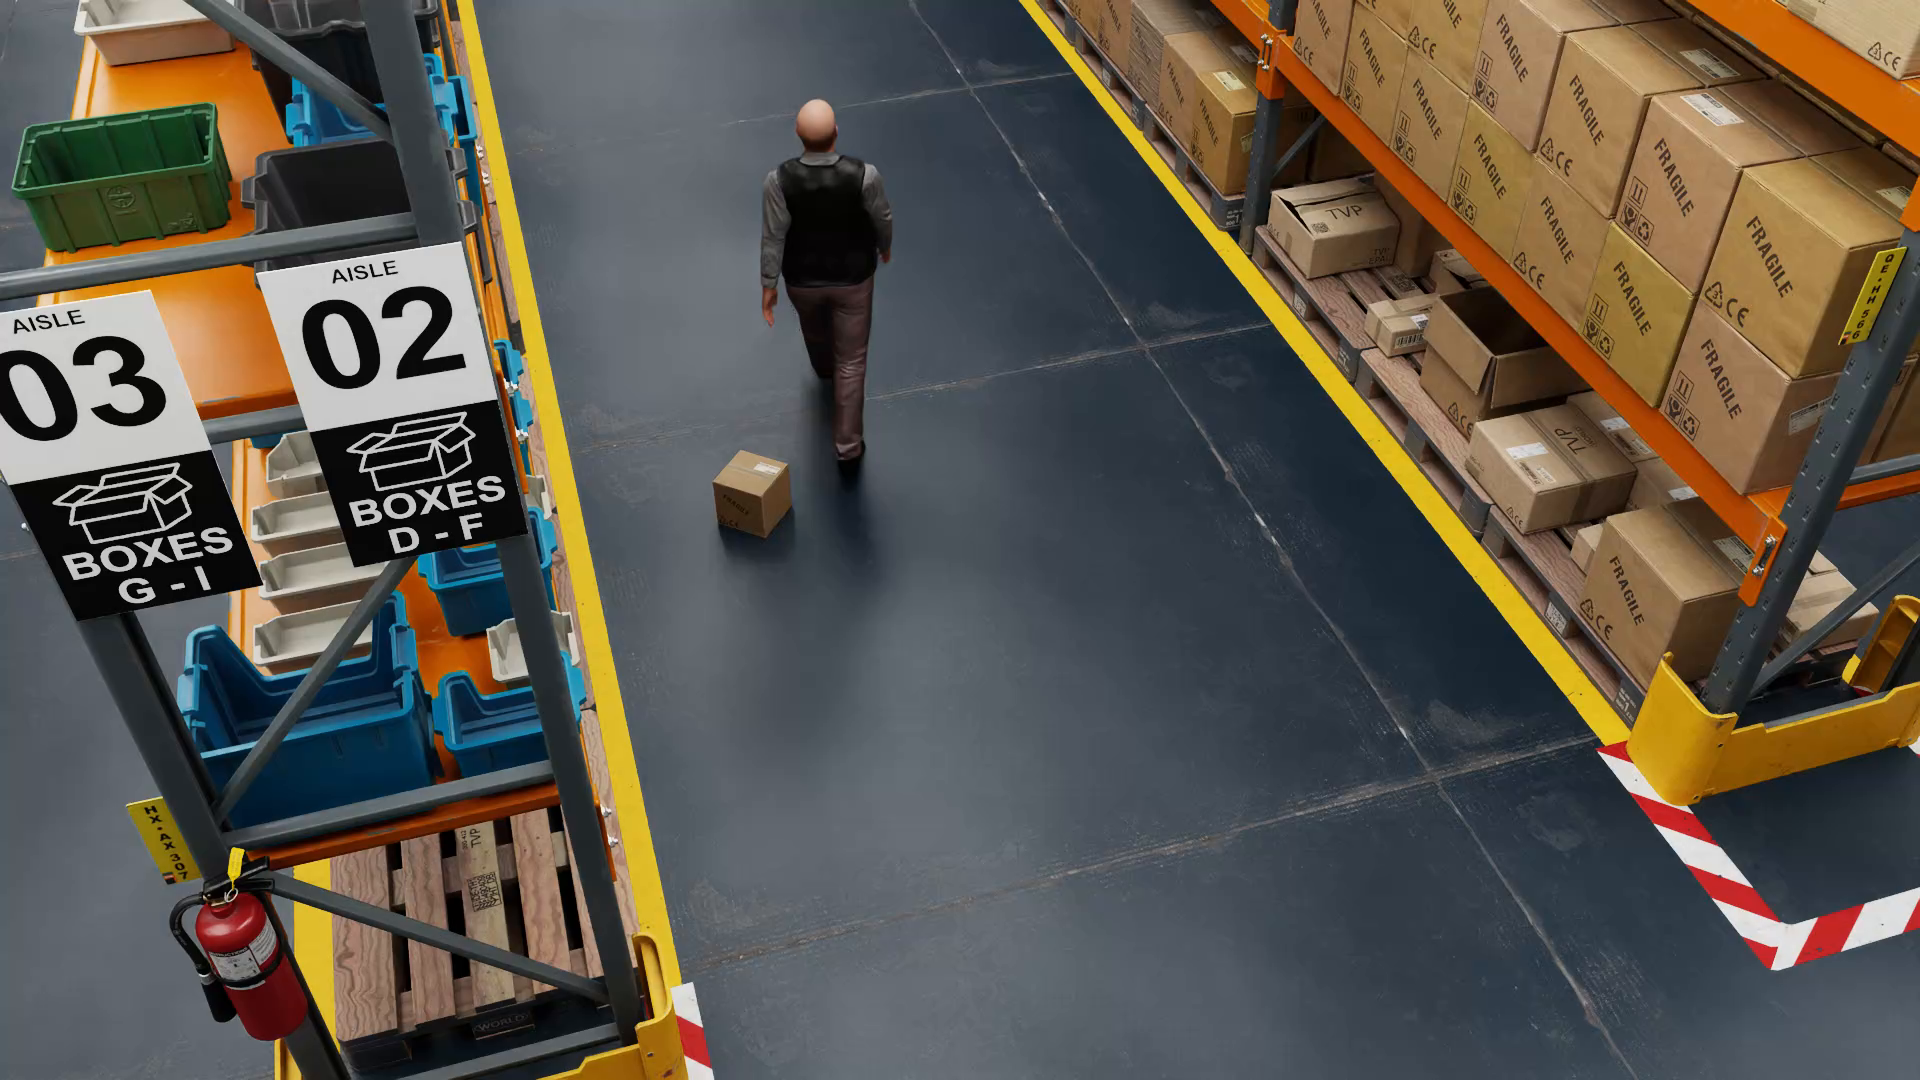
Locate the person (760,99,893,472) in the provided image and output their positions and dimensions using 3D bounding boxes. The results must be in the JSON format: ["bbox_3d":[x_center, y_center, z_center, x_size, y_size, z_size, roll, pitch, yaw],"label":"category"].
[{"bbox_3d":[-0.592,-1.241,7.568,0.581,1.665,1.100,1,42,2],"label":"person"}]
